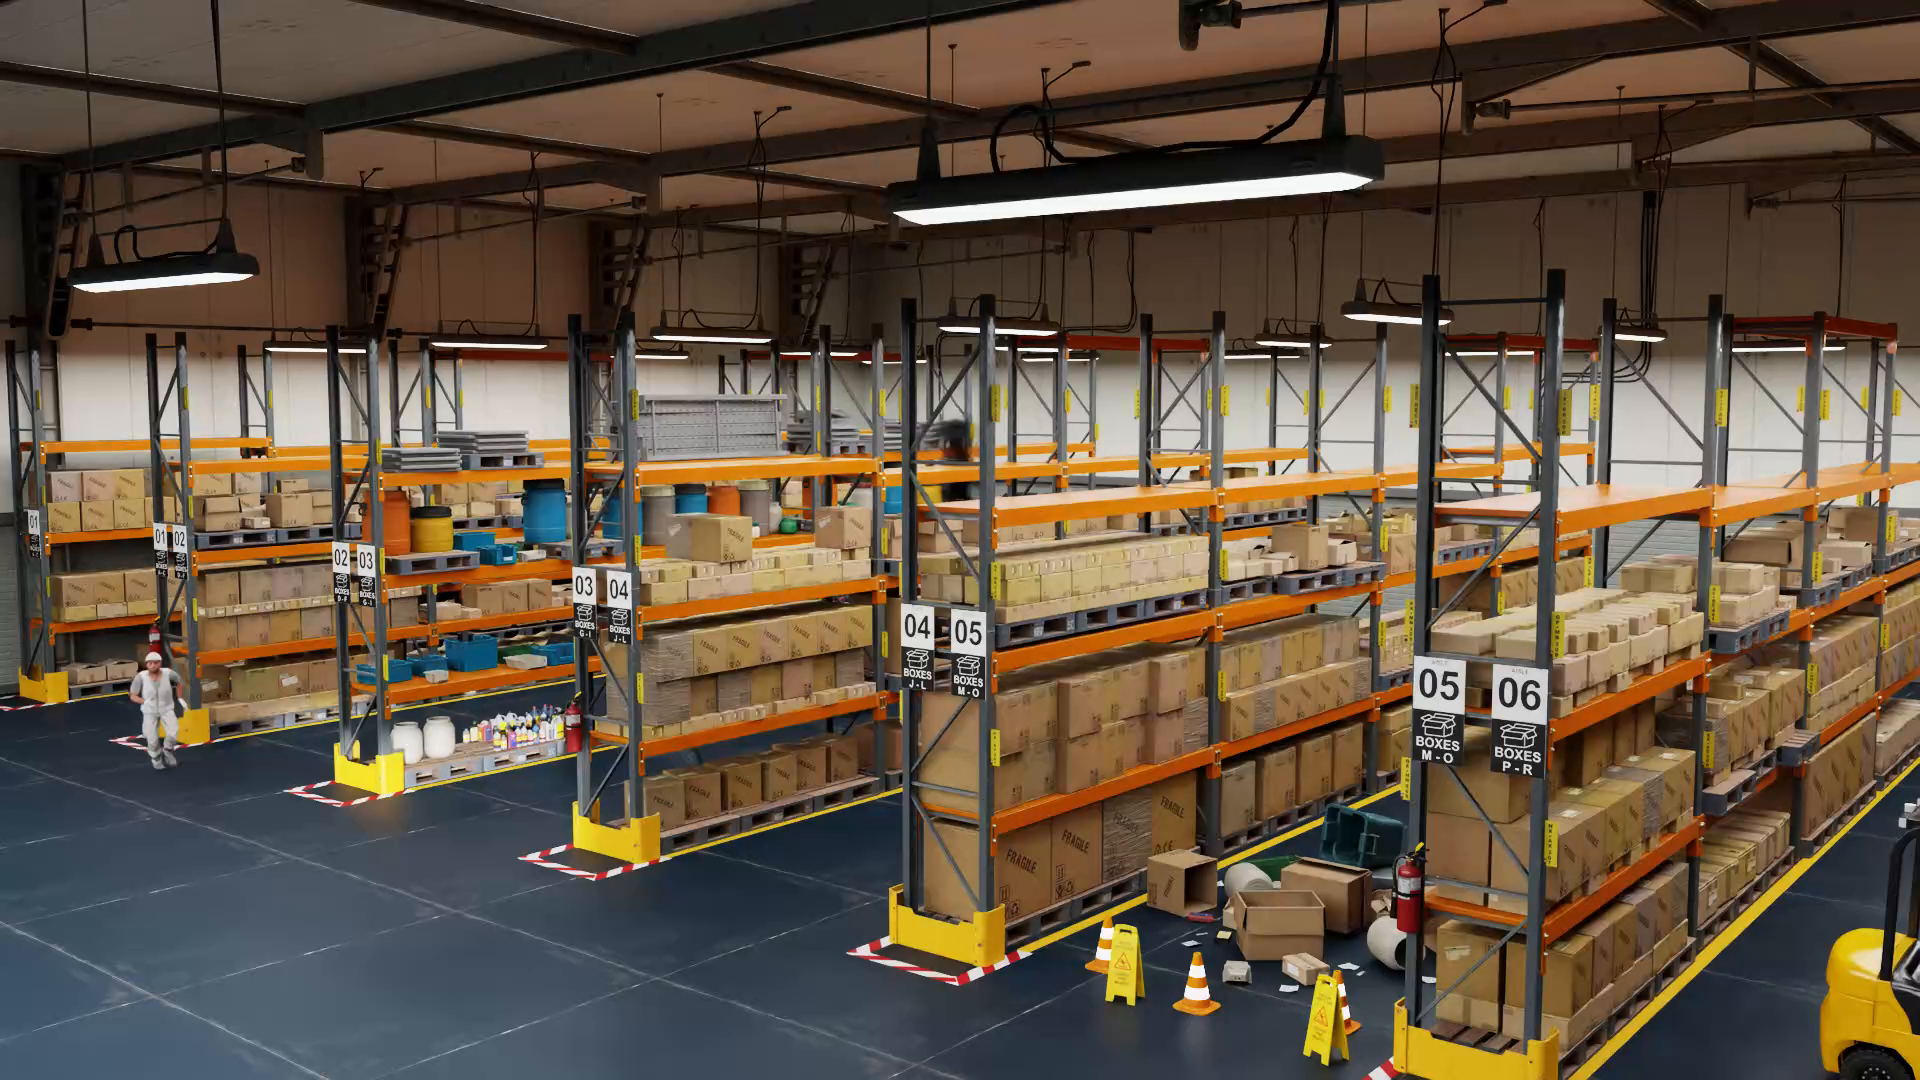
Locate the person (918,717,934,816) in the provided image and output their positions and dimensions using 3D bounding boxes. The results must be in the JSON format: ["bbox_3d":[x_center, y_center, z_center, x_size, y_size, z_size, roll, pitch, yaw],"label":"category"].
[{"bbox_3d":[-0.332,2.711,19.632,0.552,1.359,0.918,4,7,38],"label":"person"}]

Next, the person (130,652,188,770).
[{"bbox_3d":[-10.786,2.312,22.414,0.694,1.669,0.835,-3,6,-28],"label":"person"}]

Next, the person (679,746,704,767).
[{"bbox_3d":[-3.524,2.356,21.985,0.456,1.694,0.993,-1,5,-16],"label":"person"}]

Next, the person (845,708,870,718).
[{"bbox_3d":[-1.773,1.981,26.381,0.636,1.659,0.750,1,5,7],"label":"person"}]
